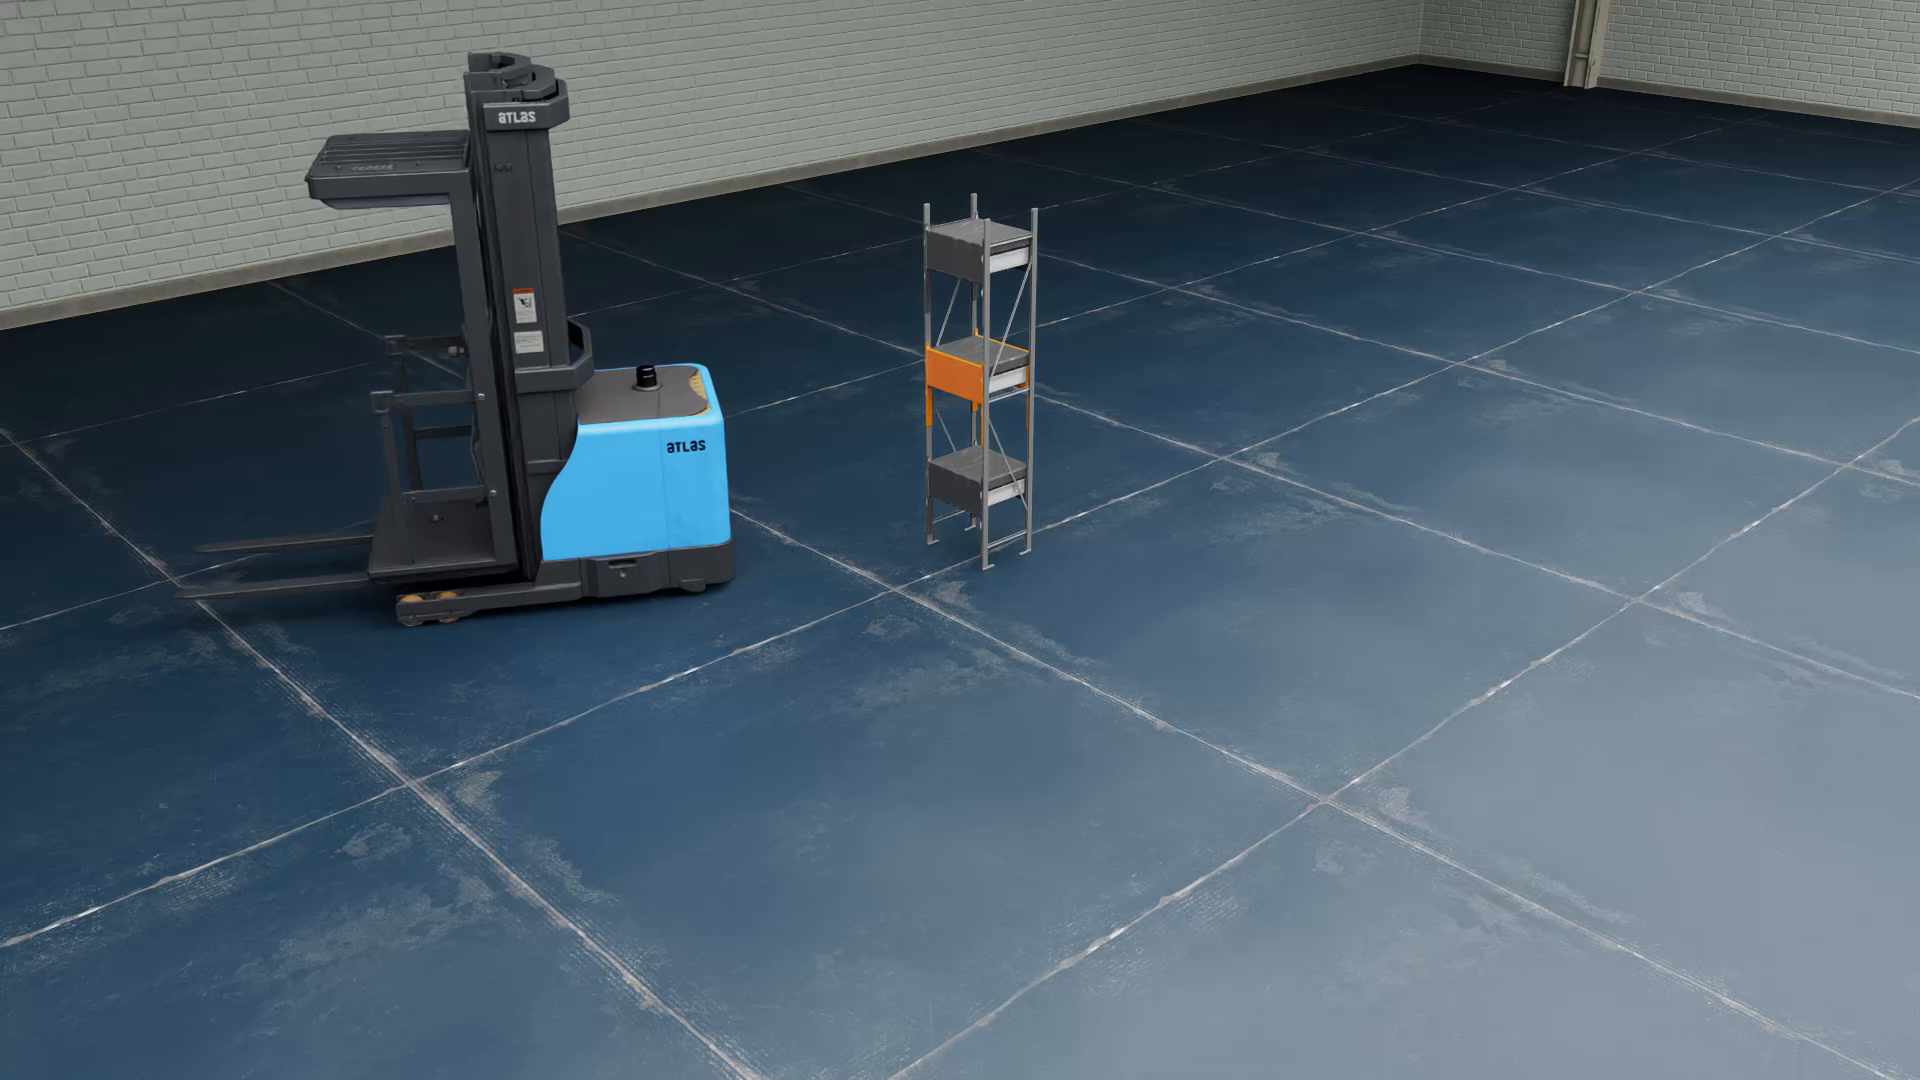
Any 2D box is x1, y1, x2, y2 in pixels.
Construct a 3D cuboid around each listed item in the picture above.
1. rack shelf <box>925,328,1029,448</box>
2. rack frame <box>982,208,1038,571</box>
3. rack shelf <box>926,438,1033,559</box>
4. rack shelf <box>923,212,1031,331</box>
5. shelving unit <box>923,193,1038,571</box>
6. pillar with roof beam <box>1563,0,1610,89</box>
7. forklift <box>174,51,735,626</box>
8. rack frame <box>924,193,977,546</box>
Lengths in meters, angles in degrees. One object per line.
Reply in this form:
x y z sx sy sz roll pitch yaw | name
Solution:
0.113 -0.893 9.710 0.431 0.518 0.480 -21 32 -38 | rack shelf
0.280 -0.831 9.542 0.400 2.100 0.015 -21 32 -38 | rack frame
0.113 -0.256 10.000 0.431 0.518 0.480 -21 32 -38 | rack shelf
0.113 -1.530 9.419 0.431 0.518 0.480 -21 32 -38 | rack shelf
0.113 -0.905 9.704 0.431 2.100 0.503 -21 32 -38 | shelving unit
6.379 -9.845 20.988 9.100 9.000 0.400 -21 32 -38 | pillar with roof beam
-2.875 -1.098 9.124 3.031 2.935 1.130 -6 25 -12 | forklift
-0.054 -0.979 9.866 0.400 2.100 0.015 -21 32 -38 | rack frame
